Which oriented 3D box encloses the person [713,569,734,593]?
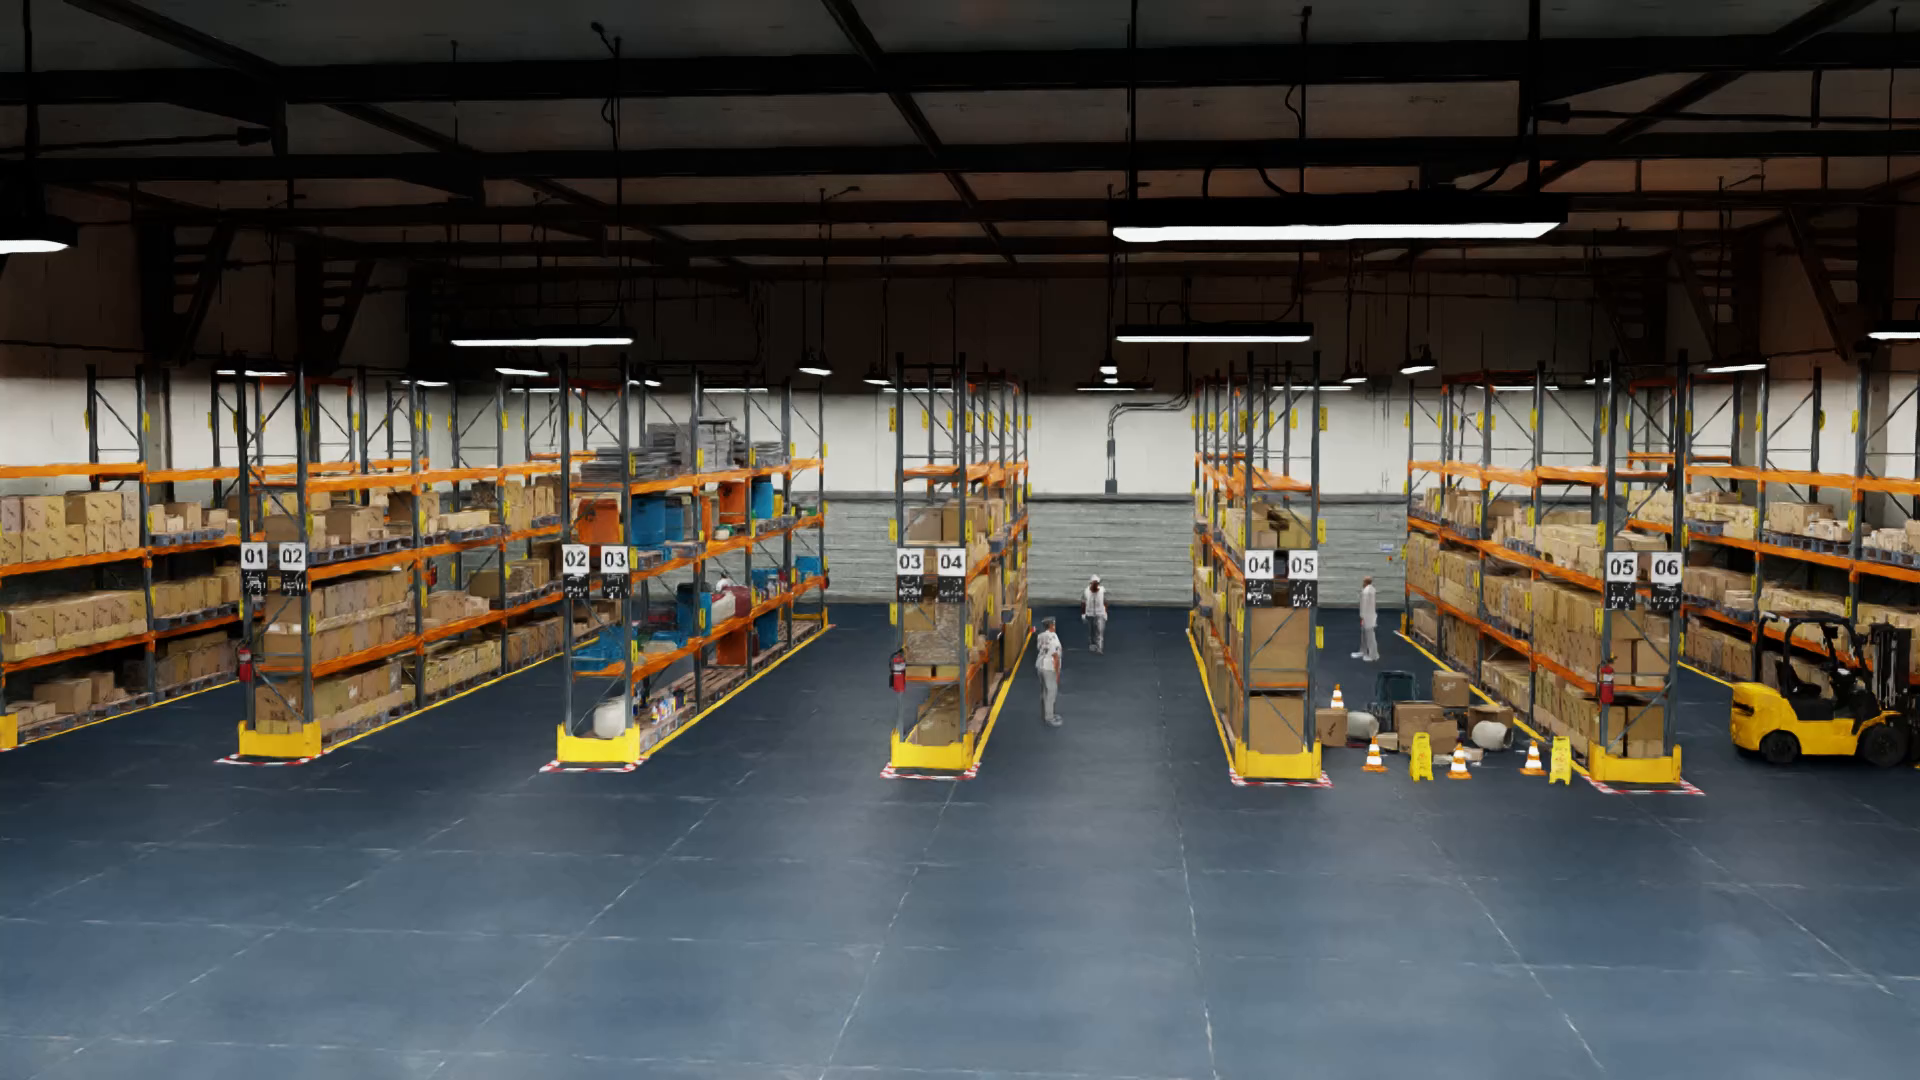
[{"bbox_3d":[-5.361,1.476,37.876,0.528,1.662,0.557,3,5,34],"label":"person"}]

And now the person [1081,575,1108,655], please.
[{"bbox_3d":[2.887,1.594,35.788,0.566,1.706,1.122,1,4,8],"label":"person"}]

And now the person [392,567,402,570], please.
[{"bbox_3d":[-12.486,1.471,37.013,0.390,1.767,0.673,-1,4,-9],"label":"person"}]

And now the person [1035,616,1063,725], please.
[{"bbox_3d":[1.513,2.152,27.609,0.475,1.762,0.595,-2,4,-25],"label":"person"}]

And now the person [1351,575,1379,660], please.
[{"bbox_3d":[8.533,1.609,34.998,0.647,1.771,0.690,2,5,26],"label":"person"}]
